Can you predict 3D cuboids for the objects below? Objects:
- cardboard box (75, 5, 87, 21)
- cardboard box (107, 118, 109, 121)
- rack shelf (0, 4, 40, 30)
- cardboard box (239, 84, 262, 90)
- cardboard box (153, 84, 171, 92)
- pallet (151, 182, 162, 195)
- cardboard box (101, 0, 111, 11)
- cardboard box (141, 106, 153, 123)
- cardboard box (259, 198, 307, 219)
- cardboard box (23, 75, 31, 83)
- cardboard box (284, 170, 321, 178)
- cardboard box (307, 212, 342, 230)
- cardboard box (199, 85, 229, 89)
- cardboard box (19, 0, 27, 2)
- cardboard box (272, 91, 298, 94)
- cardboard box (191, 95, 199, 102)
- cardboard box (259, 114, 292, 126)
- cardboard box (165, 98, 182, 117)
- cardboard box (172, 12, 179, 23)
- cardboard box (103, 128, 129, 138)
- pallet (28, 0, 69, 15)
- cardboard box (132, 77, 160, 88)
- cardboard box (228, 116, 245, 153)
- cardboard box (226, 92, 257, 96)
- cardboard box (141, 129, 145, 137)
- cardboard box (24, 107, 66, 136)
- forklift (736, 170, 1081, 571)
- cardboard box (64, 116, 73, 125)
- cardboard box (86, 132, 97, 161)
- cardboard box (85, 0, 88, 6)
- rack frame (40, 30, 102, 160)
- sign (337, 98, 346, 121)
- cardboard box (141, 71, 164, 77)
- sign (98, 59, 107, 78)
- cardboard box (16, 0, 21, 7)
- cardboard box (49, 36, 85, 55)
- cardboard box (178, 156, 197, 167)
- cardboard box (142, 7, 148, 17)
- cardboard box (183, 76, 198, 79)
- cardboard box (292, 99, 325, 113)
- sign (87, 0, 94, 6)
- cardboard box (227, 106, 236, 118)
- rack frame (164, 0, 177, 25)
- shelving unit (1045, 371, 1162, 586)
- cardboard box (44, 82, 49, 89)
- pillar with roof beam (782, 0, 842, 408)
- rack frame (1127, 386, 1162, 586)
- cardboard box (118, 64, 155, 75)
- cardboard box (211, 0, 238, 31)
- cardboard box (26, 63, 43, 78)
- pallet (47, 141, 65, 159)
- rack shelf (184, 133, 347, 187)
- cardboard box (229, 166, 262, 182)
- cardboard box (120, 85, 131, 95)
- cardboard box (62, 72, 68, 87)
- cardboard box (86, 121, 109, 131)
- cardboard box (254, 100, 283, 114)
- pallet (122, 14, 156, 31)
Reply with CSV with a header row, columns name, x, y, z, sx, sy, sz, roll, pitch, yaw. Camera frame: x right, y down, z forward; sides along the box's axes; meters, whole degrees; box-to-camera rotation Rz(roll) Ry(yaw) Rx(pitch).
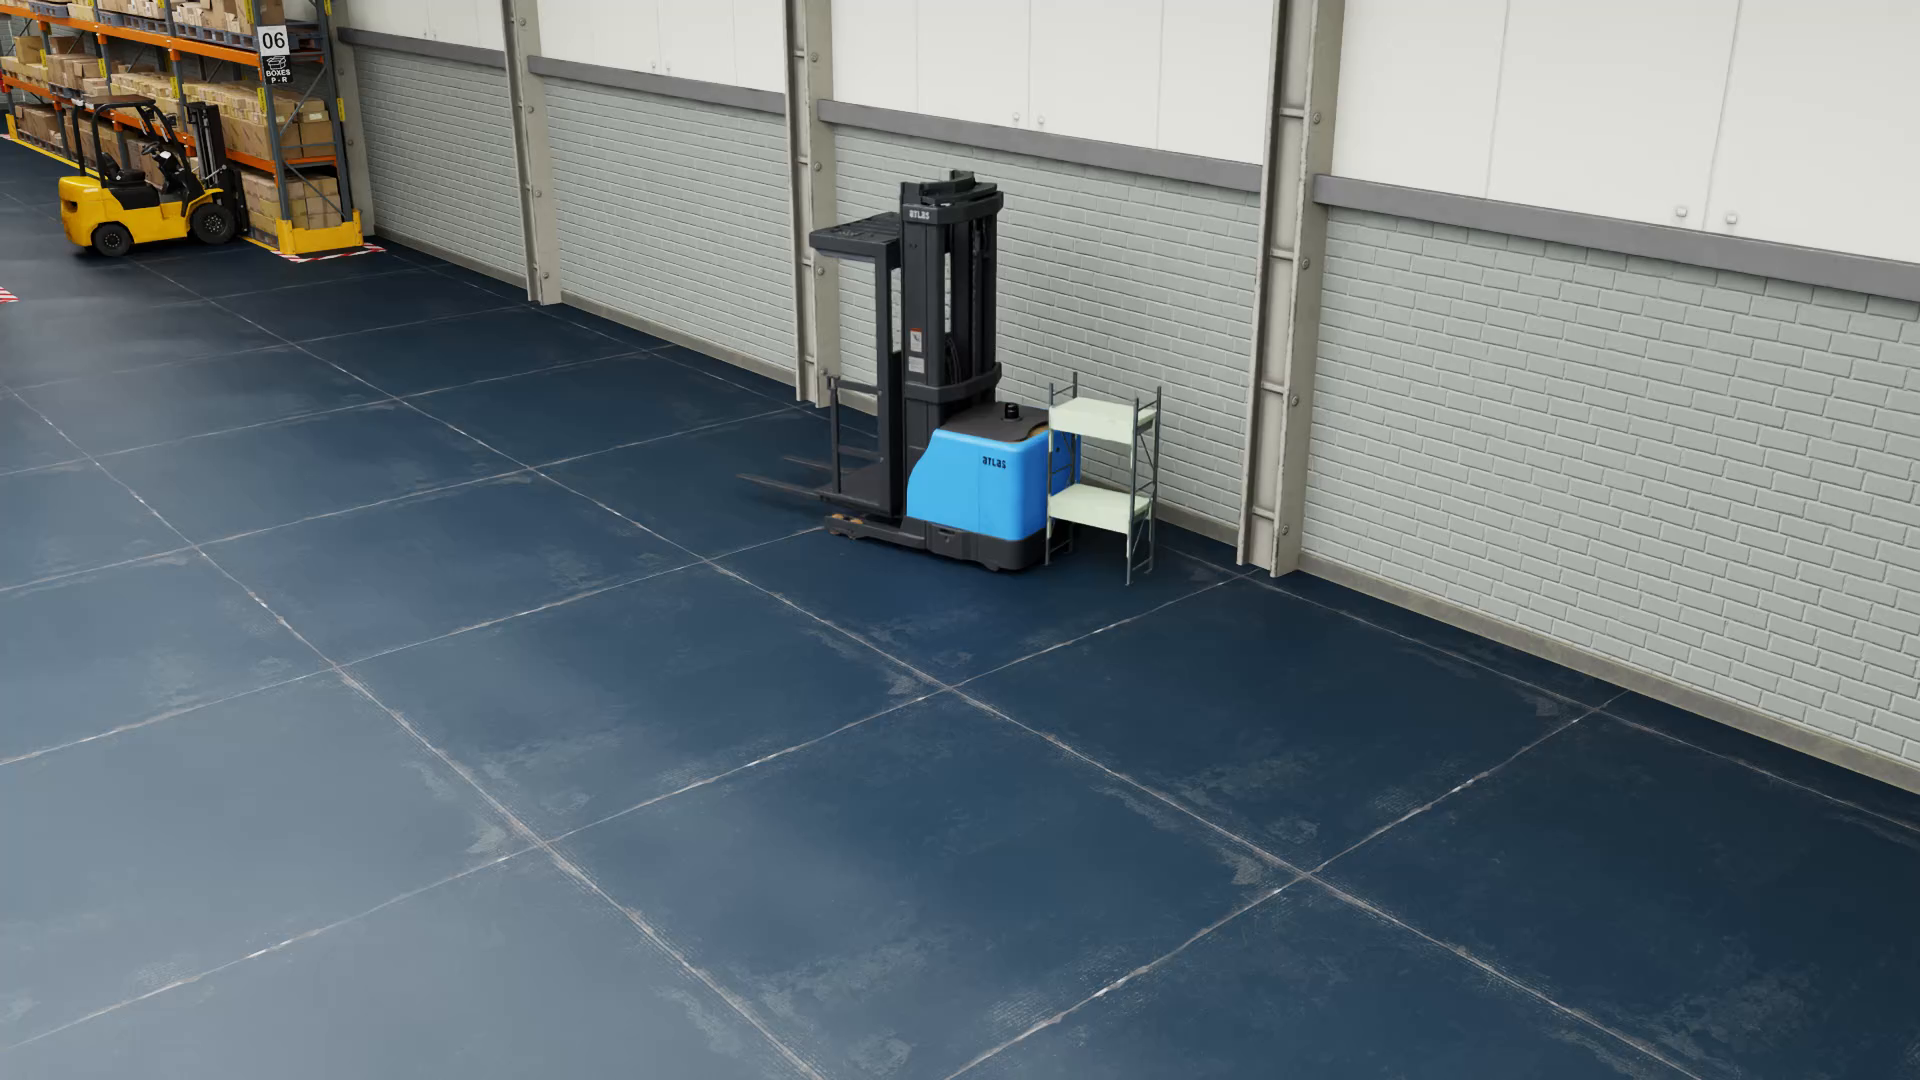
name,x,y,z,sx,sy,sz,roll,pitch,yaw
cardboard box,-15.605,-9.519,29.994,0.500,0.250,0.500,-17,27,-37
cardboard box,-16.381,-8.174,32.430,0.380,0.149,0.250,-19,28,-40
rack shelf,-18.674,-10.689,33.761,1.077,0.370,4.000,-17,27,-37
cardboard box,-11.183,-7.132,26.372,0.380,0.149,0.250,-18,28,-38
cardboard box,-13.235,-7.530,27.796,0.380,0.149,0.250,-18,28,-39
pallet,-13.457,-6.098,28.989,1.003,0.211,1.213,-17,27,-37
cardboard box,-14.469,-9.397,28.626,0.500,0.500,0.500,-17,27,-37
cardboard box,-13.649,-7.295,28.427,0.500,0.250,0.500,-16,27,-36
cardboard box,-10.090,-4.967,24.789,0.500,0.250,0.500,-18,28,-38
cardboard box,-18.982,-9.471,34.123,0.380,0.149,0.250,-17,27,-36
cardboard box,-10.034,-5.455,25.349,0.500,0.250,0.500,-17,27,-37
cardboard box,-9.708,-4.857,25.192,0.500,0.250,0.500,-17,27,-37
cardboard box,-11.750,-7.074,26.223,0.380,0.149,0.250,-18,28,-38
cardboard box,-18.220,-10.755,32.741,0.500,0.250,0.500,-19,28,-39
cardboard box,-10.359,-6.775,25.460,0.380,0.149,0.250,-18,28,-39
cardboard box,-11.967,-6.991,26.420,0.380,0.149,0.250,-17,27,-36
cardboard box,-9.974,-6.137,24.239,0.380,0.149,0.250,-17,27,-37
cardboard box,-12.660,-7.102,27.250,0.500,0.250,0.500,-18,28,-39
cardboard box,-12.083,-8.190,26.026,0.380,0.149,0.250,-17,27,-36
cardboard box,-15.612,-7.531,30.787,0.380,0.149,0.250,-19,28,-39
pallet,-16.996,-10.187,31.751,1.213,0.211,1.003,-17,27,-37
cardboard box,-14.043,-7.890,28.715,0.380,0.149,0.250,-17,27,-37
cardboard box,-10.722,-6.166,25.204,0.500,0.500,0.500,-18,28,-38
cardboard box,-10.934,-6.718,25.314,0.380,0.149,0.250,-17,27,-37
cardboard box,-15.015,-7.601,30.967,0.380,0.149,0.250,-16,27,-36
cardboard box,-19.123,-8.775,34.852,0.700,0.500,0.500,-16,27,-35
forklift,-0.521,-1.516,13.562,3.031,2.935,1.130,14,25,31
cardboard box,-17.336,-8.246,32.613,0.380,0.149,0.250,-16,26,-35
cardboard box,-16.212,-7.491,31.574,0.500,0.500,0.500,-19,28,-39
cardboard box,-15.478,-9.678,29.852,0.380,0.149,0.250,-17,27,-36
rack frame,-17.368,-9.075,32.766,1.000,3.000,0.127,-17,27,-37
sign,-9.111,-6.330,24.462,0.100,0.325,0.005,-17,27,-37
cardboard box,-14.392,-8.277,29.702,0.380,0.149,0.250,-16,27,-36
sign,-15.162,-8.340,29.412,0.100,0.325,0.005,-17,27,-37
cardboard box,-18.631,-10.746,33.265,0.380,0.149,0.250,-17,27,-37
cardboard box,-18.139,-9.967,33.815,0.500,0.500,0.500,-18,28,-39
cardboard box,-12.495,-6.096,27.841,0.875,0.625,0.625,-16,26,-35
cardboard box,-13.094,-8.618,27.118,0.380,0.149,0.250,-18,27,-38
cardboard box,-13.462,-7.954,28.878,0.380,0.149,0.250,-18,28,-38
cardboard box,-9.593,-6.390,24.478,0.380,0.149,0.250,-18,28,-38
sign,-15.170,-9.478,28.975,0.100,0.325,0.005,-17,27,-37
cardboard box,-10.830,-6.486,25.129,0.380,0.149,0.250,-17,27,-37
rack frame,-12.146,-9.658,26.029,1.000,3.000,0.127,-17,27,-37
shelving unit,1.100,-0.479,12.876,0.755,1.500,0.431,14,25,31
cardboard box,-17.954,-9.053,33.054,0.380,0.149,0.250,-17,27,-36
pillar with roof beam,-4.735,-4.619,13.165,9.100,9.000,0.400,-17,27,-37
rack frame,1.404,-0.405,12.687,0.023,1.500,0.400,14,25,31
cardboard box,-14.975,-8.391,30.308,0.500,0.500,0.500,-16,26,-35
cardboard box,-10.602,-7.816,24.589,0.700,0.500,0.500,-17,27,-37
cardboard box,-18.539,-9.502,33.655,0.500,0.250,0.500,-18,27,-38
pallet,-17.816,-7.966,33.760,1.003,0.211,1.213,-17,27,-37
rack shelf,-10.841,-5.977,25.844,1.077,0.370,4.000,-17,27,-37
cardboard box,-11.072,-5.612,25.748,0.500,0.250,0.500,-18,28,-38
cardboard box,-14.327,-7.813,29.066,0.500,0.250,0.500,-16,27,-36
cardboard box,-16.752,-8.733,31.501,0.396,0.266,0.258,-16,26,-35
cardboard box,-16.436,-7.900,31.730,0.380,0.149,0.250,-16,27,-36
cardboard box,-10.113,-6.356,24.391,0.380,0.149,0.250,-17,27,-37
pallet,-13.514,-8.804,28.221,1.003,0.211,1.213,-16,26,-35
